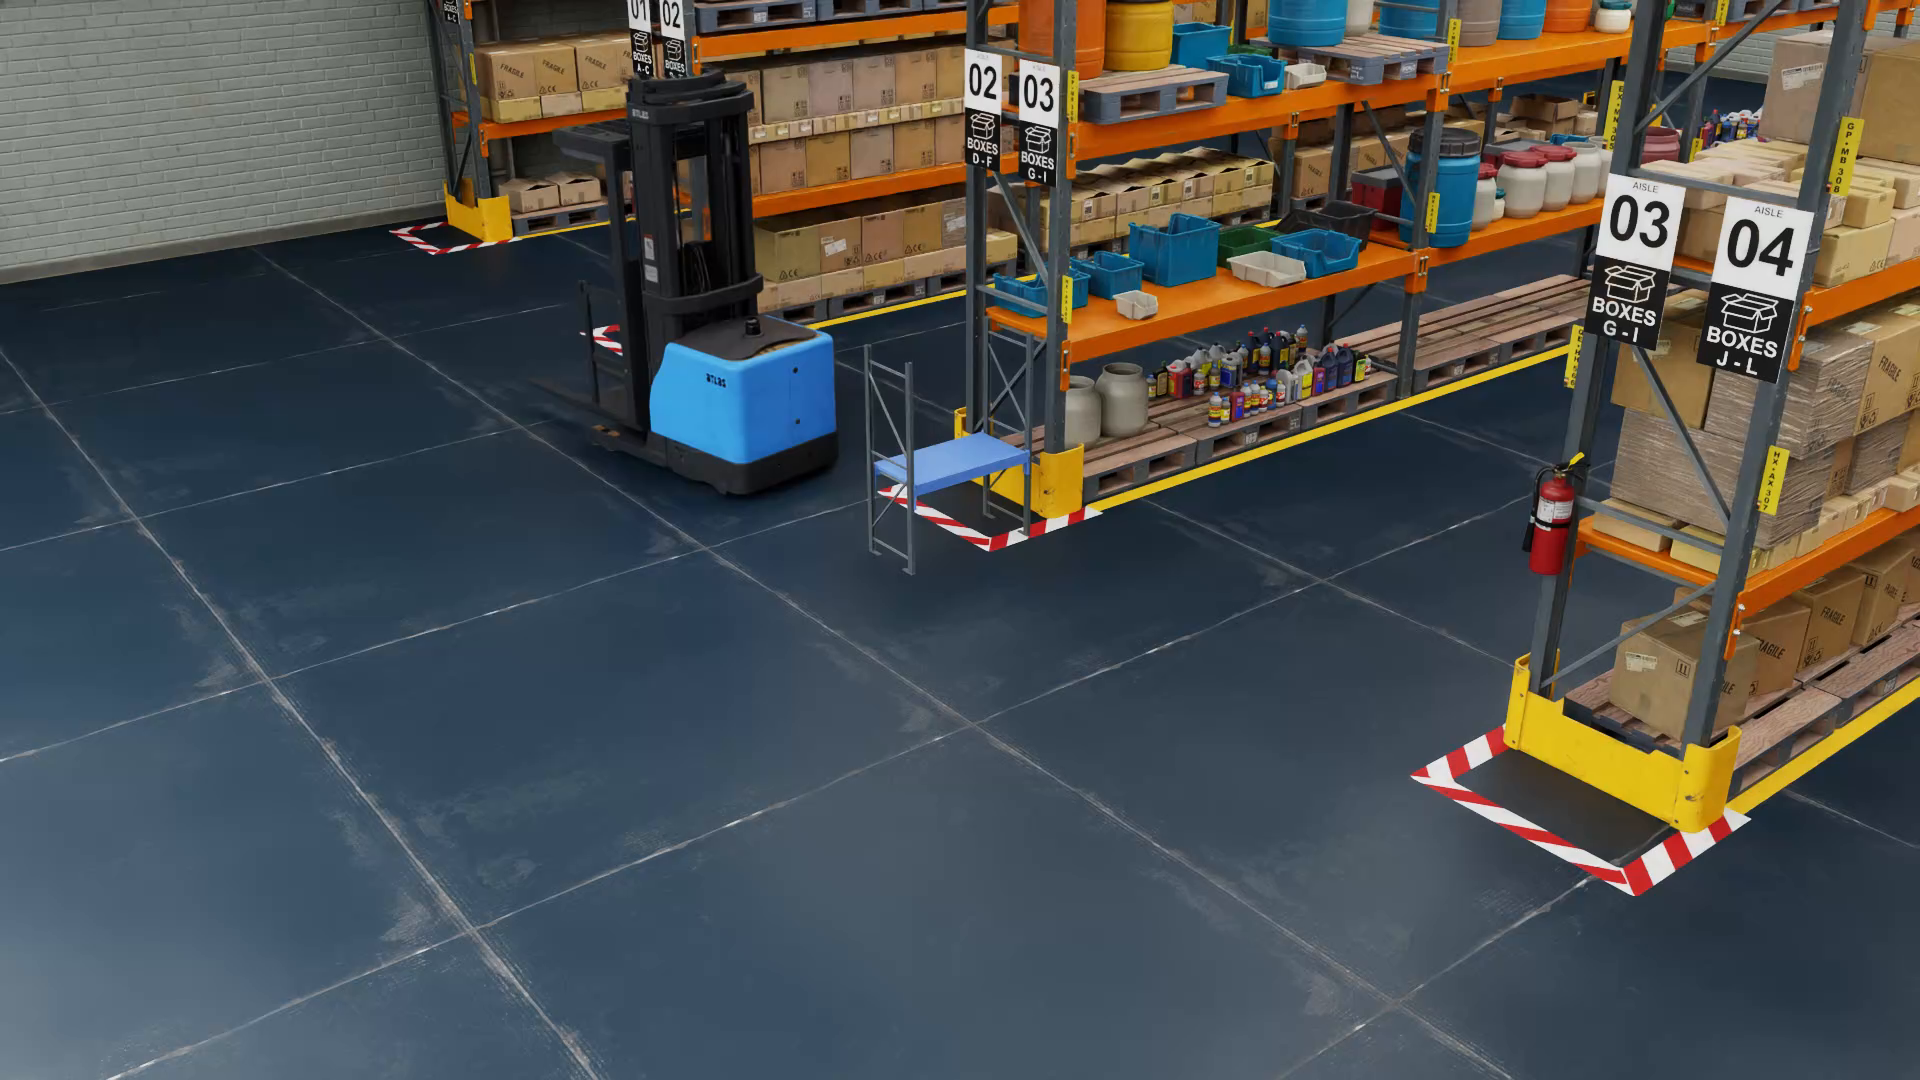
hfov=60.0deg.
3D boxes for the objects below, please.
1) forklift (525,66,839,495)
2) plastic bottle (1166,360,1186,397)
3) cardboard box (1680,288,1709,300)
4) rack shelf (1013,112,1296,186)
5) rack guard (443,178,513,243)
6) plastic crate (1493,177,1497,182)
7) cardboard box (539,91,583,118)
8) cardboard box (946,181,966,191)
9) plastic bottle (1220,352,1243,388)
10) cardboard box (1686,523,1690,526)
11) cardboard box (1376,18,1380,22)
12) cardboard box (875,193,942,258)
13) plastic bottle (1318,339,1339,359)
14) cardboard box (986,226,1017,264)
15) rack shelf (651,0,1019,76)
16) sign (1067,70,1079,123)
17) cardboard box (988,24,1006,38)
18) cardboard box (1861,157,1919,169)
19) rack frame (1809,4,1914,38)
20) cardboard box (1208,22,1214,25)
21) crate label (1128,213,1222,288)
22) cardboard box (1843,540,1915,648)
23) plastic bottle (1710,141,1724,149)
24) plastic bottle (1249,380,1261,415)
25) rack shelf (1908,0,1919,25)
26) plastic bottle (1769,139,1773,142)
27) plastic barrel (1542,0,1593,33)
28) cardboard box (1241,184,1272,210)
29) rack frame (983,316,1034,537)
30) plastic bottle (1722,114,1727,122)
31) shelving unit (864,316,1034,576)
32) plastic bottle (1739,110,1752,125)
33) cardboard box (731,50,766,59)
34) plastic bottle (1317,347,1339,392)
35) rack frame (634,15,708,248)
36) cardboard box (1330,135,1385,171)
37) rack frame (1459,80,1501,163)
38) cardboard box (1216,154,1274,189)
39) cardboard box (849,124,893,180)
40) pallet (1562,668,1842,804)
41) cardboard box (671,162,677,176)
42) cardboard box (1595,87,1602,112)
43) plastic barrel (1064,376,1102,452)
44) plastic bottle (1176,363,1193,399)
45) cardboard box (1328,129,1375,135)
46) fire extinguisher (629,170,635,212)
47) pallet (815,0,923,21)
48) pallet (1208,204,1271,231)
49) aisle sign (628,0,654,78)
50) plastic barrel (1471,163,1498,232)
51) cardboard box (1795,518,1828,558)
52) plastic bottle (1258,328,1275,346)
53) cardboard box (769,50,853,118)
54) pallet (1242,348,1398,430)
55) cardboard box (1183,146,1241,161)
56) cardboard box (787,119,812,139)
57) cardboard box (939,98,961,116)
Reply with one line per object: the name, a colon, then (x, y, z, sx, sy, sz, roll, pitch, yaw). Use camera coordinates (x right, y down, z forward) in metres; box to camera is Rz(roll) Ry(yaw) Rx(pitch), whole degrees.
forklift: (-2.370, -2.174, 12.953, 3.031, 2.935, 1.130, 21, 32, 38)
plastic bottle: (1.788, -1.349, 13.807, 0.135, 0.276, 0.152, -18, 30, -34)
cardboard box: (4.124, -1.056, 8.803, 0.500, 0.500, 0.500, -18, 31, -34)
rack shelf: (2.066, -4.581, 18.911, 4.000, 0.370, 1.077, -18, 31, -34)
rack guard: (-5.656, -3.874, 19.504, 0.348, 0.500, 1.175, -18, 31, -34)
plastic crate: (4.742, -3.195, 15.324, 0.662, 0.188, 0.450, -18, 31, -34)
cardboard box: (-4.736, -5.091, 19.310, 0.500, 0.250, 0.500, -19, 31, -36)
cardboard box: (-0.066, -3.654, 17.937, 0.500, 0.500, 0.500, -18, 31, -34)
plastic bottle: (2.282, -1.435, 13.993, 0.135, 0.276, 0.152, -18, 31, -34)
cardboard box: (3.748, -0.159, 8.828, 0.250, 0.149, 0.380, -18, 31, -34)
cardboard box: (5.774, -6.453, 21.473, 0.500, 0.500, 0.700, -13, 28, -26)
cardboard box: (-0.530, -3.221, 17.003, 0.500, 0.500, 0.500, -18, 31, -34)
plastic bottle: (3.127, -1.529, 14.105, 0.185, 0.351, 0.144, -18, 31, -34)
cardboard box: (0.262, -3.138, 17.715, 0.500, 0.250, 0.500, -18, 31, -34)
rack shelf: (-1.082, -4.902, 16.041, 4.000, 0.370, 1.077, -18, 31, -34)
sign: (0.734, -2.888, 10.836, 0.005, 0.325, 0.100, -18, 31, -34)
cardboard box: (0.216, -7.186, 23.029, 0.500, 0.500, 0.700, -23, 33, -40)
cardboard box: (4.652, -1.785, 8.174, 0.250, 0.149, 0.380, -18, 31, -34)
rack frame: (9.841, -4.824, 18.581, 0.127, 3.000, 1.000, -18, 31, -34)
cardboard box: (3.636, -7.819, 25.310, 0.250, 0.149, 0.380, -18, 30, -34)
crate label: (1.679, -2.290, 13.080, 0.616, 0.435, 0.502, -18, 31, -34)
cardboard box: (5.376, 0.268, 10.080, 0.500, 0.500, 0.500, -22, 33, -38)
plastic bottle: (7.597, -3.854, 16.638, 0.135, 0.276, 0.152, -18, 31, -34)
plastic bottle: (2.365, -1.151, 13.386, 0.097, 0.271, 0.097, 0, 25, 0)
rack shelf: (11.414, -6.378, 19.220, 4.000, 0.370, 1.077, -18, 31, -34)
plastic bottle: (8.324, -4.094, 17.156, 0.135, 0.276, 0.152, -18, 31, -34)
plastic barrel: (5.398, -5.029, 14.949, 0.708, 0.830, 0.600, -18, 31, -34)
cardboard box: (3.376, -4.152, 19.901, 0.500, 0.250, 0.500, -17, 30, -33)
rack frame: (0.333, -0.790, 11.671, 0.032, 1.500, 0.500, -18, 31, -34)
plastic bottle: (8.222, -4.450, 17.927, 0.097, 0.271, 0.097, 0, 25, 0)
shelving unit: (-0.067, -0.658, 11.386, 1.048, 1.500, 0.538, -18, 31, -34)
plastic bottle: (8.513, -4.533, 18.101, 0.135, 0.276, 0.152, -18, 31, -34)
cardboard box: (-2.749, -6.083, 20.559, 0.500, 0.500, 0.500, -18, 31, -34)
plastic bottle: (3.065, -1.431, 13.894, 0.185, 0.351, 0.144, -20, 32, -37)
rack frame: (-2.656, -3.348, 15.402, 0.127, 3.000, 1.000, -18, 31, -34)
cardboard box: (4.980, -4.782, 20.938, 0.500, 0.500, 0.500, -19, 31, -35)
rack frame: (6.787, -6.466, 22.118, 0.127, 3.000, 1.000, -18, 31, -34)
cardboard box: (3.379, -4.407, 19.783, 0.500, 0.311, 0.500, -17, 30, -33)
cardboard box: (-1.064, -3.914, 16.501, 0.500, 0.500, 0.700, -17, 30, -33)
pallet: (4.175, 0.980, 9.388, 1.213, 0.211, 1.003, -18, 31, -34)
cardboard box: (-3.360, -4.810, 20.999, 0.500, 0.500, 0.500, -21, 32, -38)
cardboard box: (9.659, -6.348, 24.311, 0.500, 0.500, 0.500, -18, 31, -34)
plastic barrel: (0.868, -0.965, 12.722, 0.421, 0.512, 0.421, 0, 25, 0)
plastic bottle: (1.854, -1.318, 13.730, 0.133, 0.283, 0.061, -18, 31, -34)
cardboard box: (5.047, -5.086, 21.592, 0.500, 0.500, 0.500, -20, 31, -36)
fire extinguisher: (-3.036, -3.437, 15.683, 0.183, 0.674, 0.296, -18, 31, -34)
pallet: (-1.123, -5.163, 15.853, 1.213, 0.211, 1.003, -18, 31, -34)
pallet: (2.967, -3.961, 20.034, 1.213, 0.211, 1.003, -18, 31, -34)
aisle sign: (-2.889, -4.608, 15.027, 0.004, 0.787, 0.394, -18, 31, -34)
plastic barrel: (4.433, -2.983, 14.453, 0.433, 0.535, 0.433, 0, 25, 0)
cardboard box: (4.240, -0.065, 8.626, 0.250, 0.149, 0.380, -18, 31, -34)
plastic bottle: (2.654, -1.671, 14.412, 0.185, 0.351, 0.144, -17, 30, -33)
cardboard box: (-1.432, -4.383, 15.970, 0.500, 0.500, 0.700, -18, 30, -34)
pallet: (2.991, -1.320, 14.344, 1.213, 0.211, 1.003, -18, 31, -34)
cardboard box: (3.046, -4.585, 20.168, 0.500, 0.311, 0.500, -17, 30, -32)
cardboard box: (-1.611, -3.917, 15.738, 0.250, 0.149, 0.380, -19, 31, -35)
cardboard box: (-0.196, -4.384, 16.745, 0.250, 0.149, 0.380, -18, 31, -34)
